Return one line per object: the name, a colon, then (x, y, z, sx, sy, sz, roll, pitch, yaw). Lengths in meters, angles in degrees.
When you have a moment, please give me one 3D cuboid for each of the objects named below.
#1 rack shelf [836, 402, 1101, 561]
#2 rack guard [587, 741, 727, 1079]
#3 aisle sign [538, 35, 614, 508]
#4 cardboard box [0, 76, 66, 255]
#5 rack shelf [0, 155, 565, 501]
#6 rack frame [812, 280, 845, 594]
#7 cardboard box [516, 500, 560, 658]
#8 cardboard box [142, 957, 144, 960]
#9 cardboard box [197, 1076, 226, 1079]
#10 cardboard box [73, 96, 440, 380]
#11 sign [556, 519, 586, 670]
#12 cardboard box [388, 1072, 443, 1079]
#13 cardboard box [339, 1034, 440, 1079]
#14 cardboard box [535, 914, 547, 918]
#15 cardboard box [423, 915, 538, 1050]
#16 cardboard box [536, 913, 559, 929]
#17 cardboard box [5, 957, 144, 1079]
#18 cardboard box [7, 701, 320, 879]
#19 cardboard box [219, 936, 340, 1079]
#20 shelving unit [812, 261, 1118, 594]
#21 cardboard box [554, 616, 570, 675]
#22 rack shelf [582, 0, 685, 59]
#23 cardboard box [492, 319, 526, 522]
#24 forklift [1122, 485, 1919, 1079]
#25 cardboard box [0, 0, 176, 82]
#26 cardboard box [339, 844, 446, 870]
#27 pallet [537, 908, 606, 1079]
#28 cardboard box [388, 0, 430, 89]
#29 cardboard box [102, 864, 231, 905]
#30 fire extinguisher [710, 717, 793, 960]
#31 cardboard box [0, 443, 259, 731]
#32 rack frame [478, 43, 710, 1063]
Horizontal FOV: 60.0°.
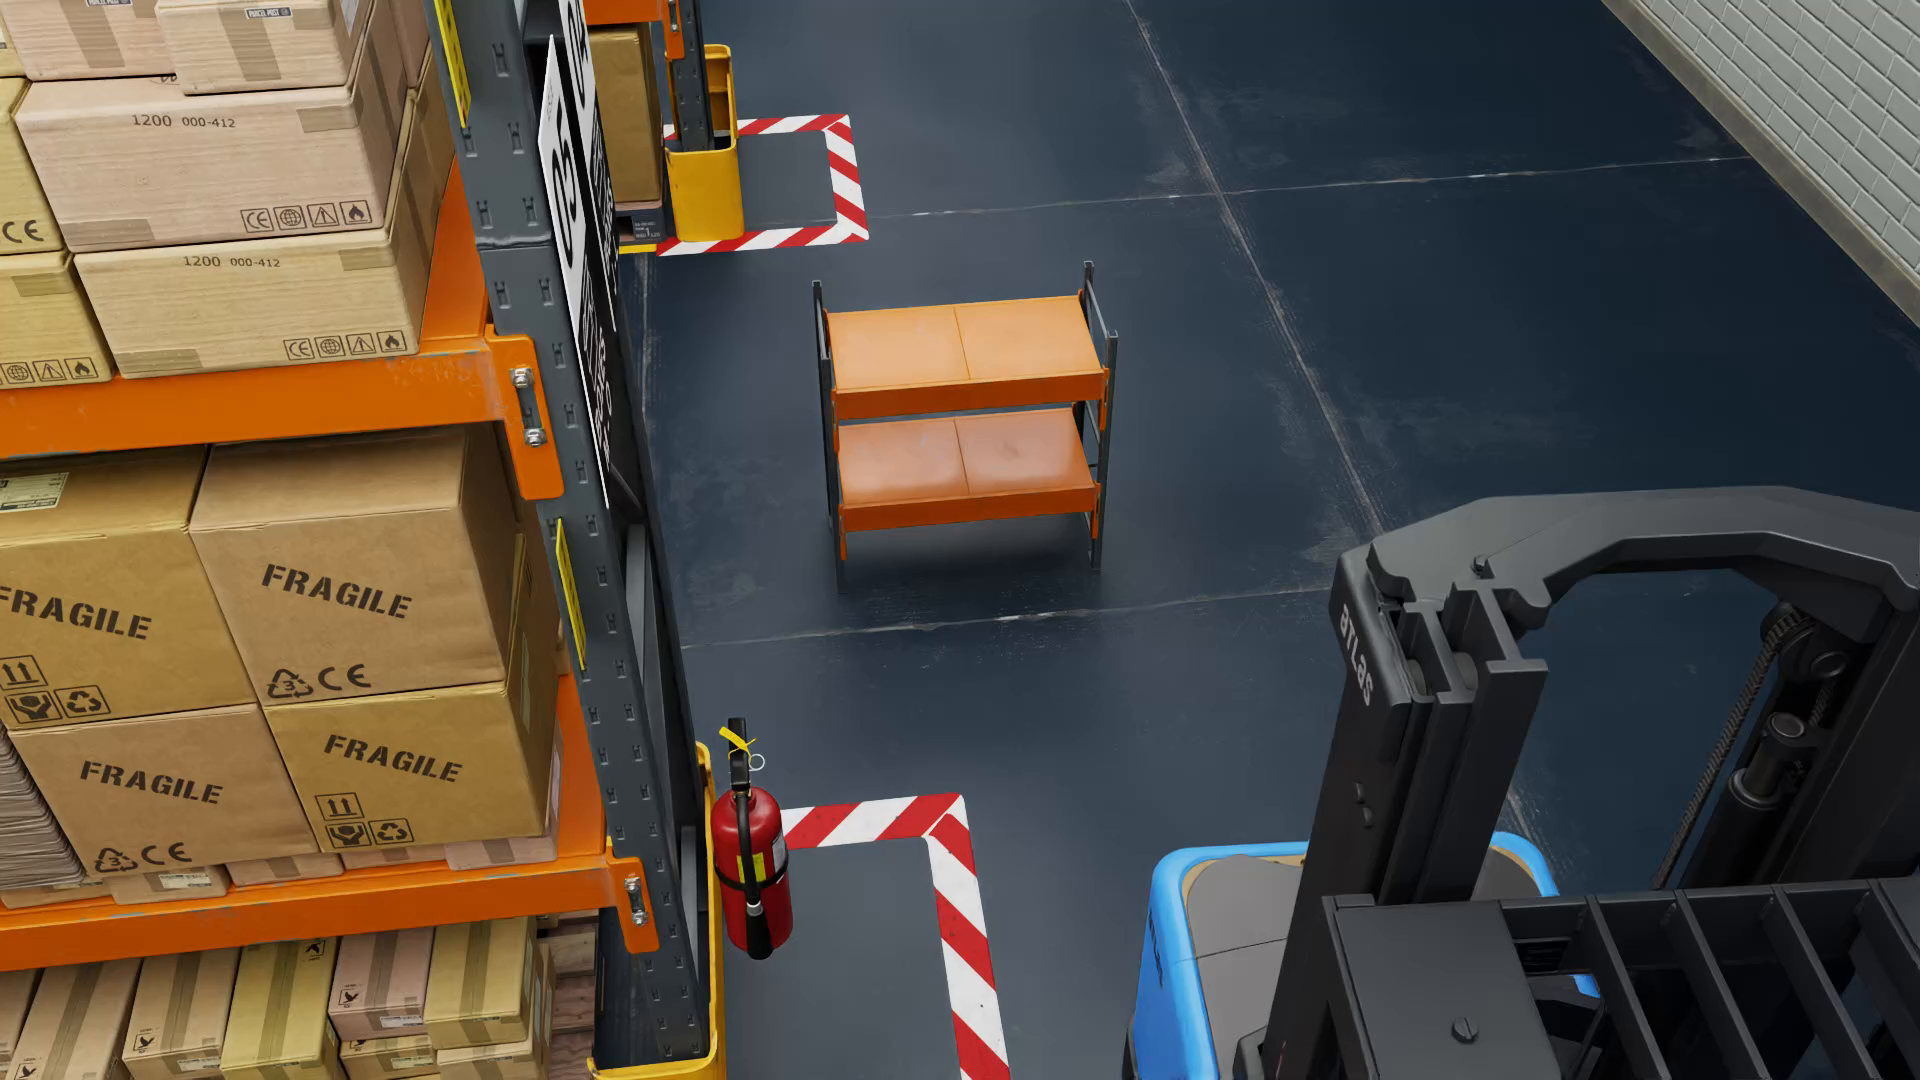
rack shelf: (0.007, -0.237, 6.538, 1.000, 0.278, 0.538, -5, 42, -6)
rack guard: (-0.895, 1.222, 5.022, 0.348, 0.500, 1.175, -5, 42, -6)
aisle sign: (-0.708, -0.485, 3.107, 0.004, 0.787, 0.394, -5, 42, -6)
cardboard box: (-1.750, -0.702, 2.788, 0.500, 0.250, 0.500, -6, 42, -7)
rack shelf: (-2.803, -0.386, 3.235, 4.000, 0.370, 1.077, -5, 42, -6)
rack frame: (-0.497, -0.374, 6.325, 0.032, 1.125, 0.500, -5, 42, -6)
cardboard box: (-1.301, -0.005, 4.219, 0.500, 0.500, 0.500, -3, 42, -3)
cardboard box: (-2.402, 1.057, 4.931, 0.250, 0.149, 0.380, -7, 43, -8)
cardboard box: (-2.101, 1.316, 4.644, 0.250, 0.149, 0.380, -5, 42, -6)
cardboard box: (-1.237, -0.555, 2.999, 0.500, 0.250, 0.500, -6, 42, -6)
sign: (-0.768, 0.110, 3.288, 0.005, 0.325, 0.100, -5, 42, -6)
cardboard box: (-1.557, 1.464, 4.702, 0.250, 0.149, 0.380, -4, 42, -4)
cardboard box: (-1.572, 1.302, 4.660, 0.250, 0.149, 0.380, -6, 42, -7)
cardboard box: (-1.373, 0.955, 5.045, 0.250, 0.149, 0.380, -3, 42, -4)
cardboard box: (-1.312, 1.184, 4.569, 0.250, 0.149, 0.380, -5, 42, -5)
cardboard box: (-1.381, 1.023, 5.191, 0.250, 0.149, 0.380, -4, 42, -5)
cardboard box: (-2.333, 1.315, 4.424, 0.250, 0.149, 0.380, -4, 42, -4)
cardboard box: (-1.743, 0.391, 3.780, 0.500, 0.500, 0.500, -6, 42, -6)
cardboard box: (-1.809, 1.274, 4.469, 0.250, 0.149, 0.380, -6, 42, -6)
shelving unit: (0.007, -0.418, 6.374, 1.048, 1.125, 0.538, -5, 42, -6)
cardboard box: (-1.184, 0.191, 4.486, 0.250, 0.149, 0.380, -5, 42, -6)
rack shelf: (-3.346, -2.575, 7.902, 4.000, 0.370, 1.077, -5, 42, -6)
cardboard box: (-1.299, -0.369, 3.876, 0.500, 0.500, 0.500, -5, 42, -6)
forklift: (1.092, 1.468, 2.934, 1.130, 2.935, 3.031, -3, 42, -3)
cardboard box: (-1.366, -0.910, 2.721, 0.250, 0.149, 0.380, -4, 42, -5)
cardboard box: (-1.358, 0.593, 4.040, 0.250, 0.149, 0.380, -5, 42, -6)
pallet: (-1.705, 1.377, 5.066, 1.213, 0.211, 1.003, -5, 42, -6)
cardboard box: (-1.299, -1.090, 3.218, 0.500, 0.250, 0.500, -4, 42, -5)
cardboard box: (-1.855, 0.663, 3.963, 0.250, 0.149, 0.380, -4, 42, -4)
fire extinguisher: (-0.510, 0.739, 4.027, 0.183, 0.674, 0.296, -5, 42, -6)
cardboard box: (-1.744, 0.018, 3.448, 0.500, 0.500, 0.500, -6, 42, -7)
rack frame: (-0.820, 0.287, 4.192, 0.127, 3.000, 1.000, -5, 42, -6)
